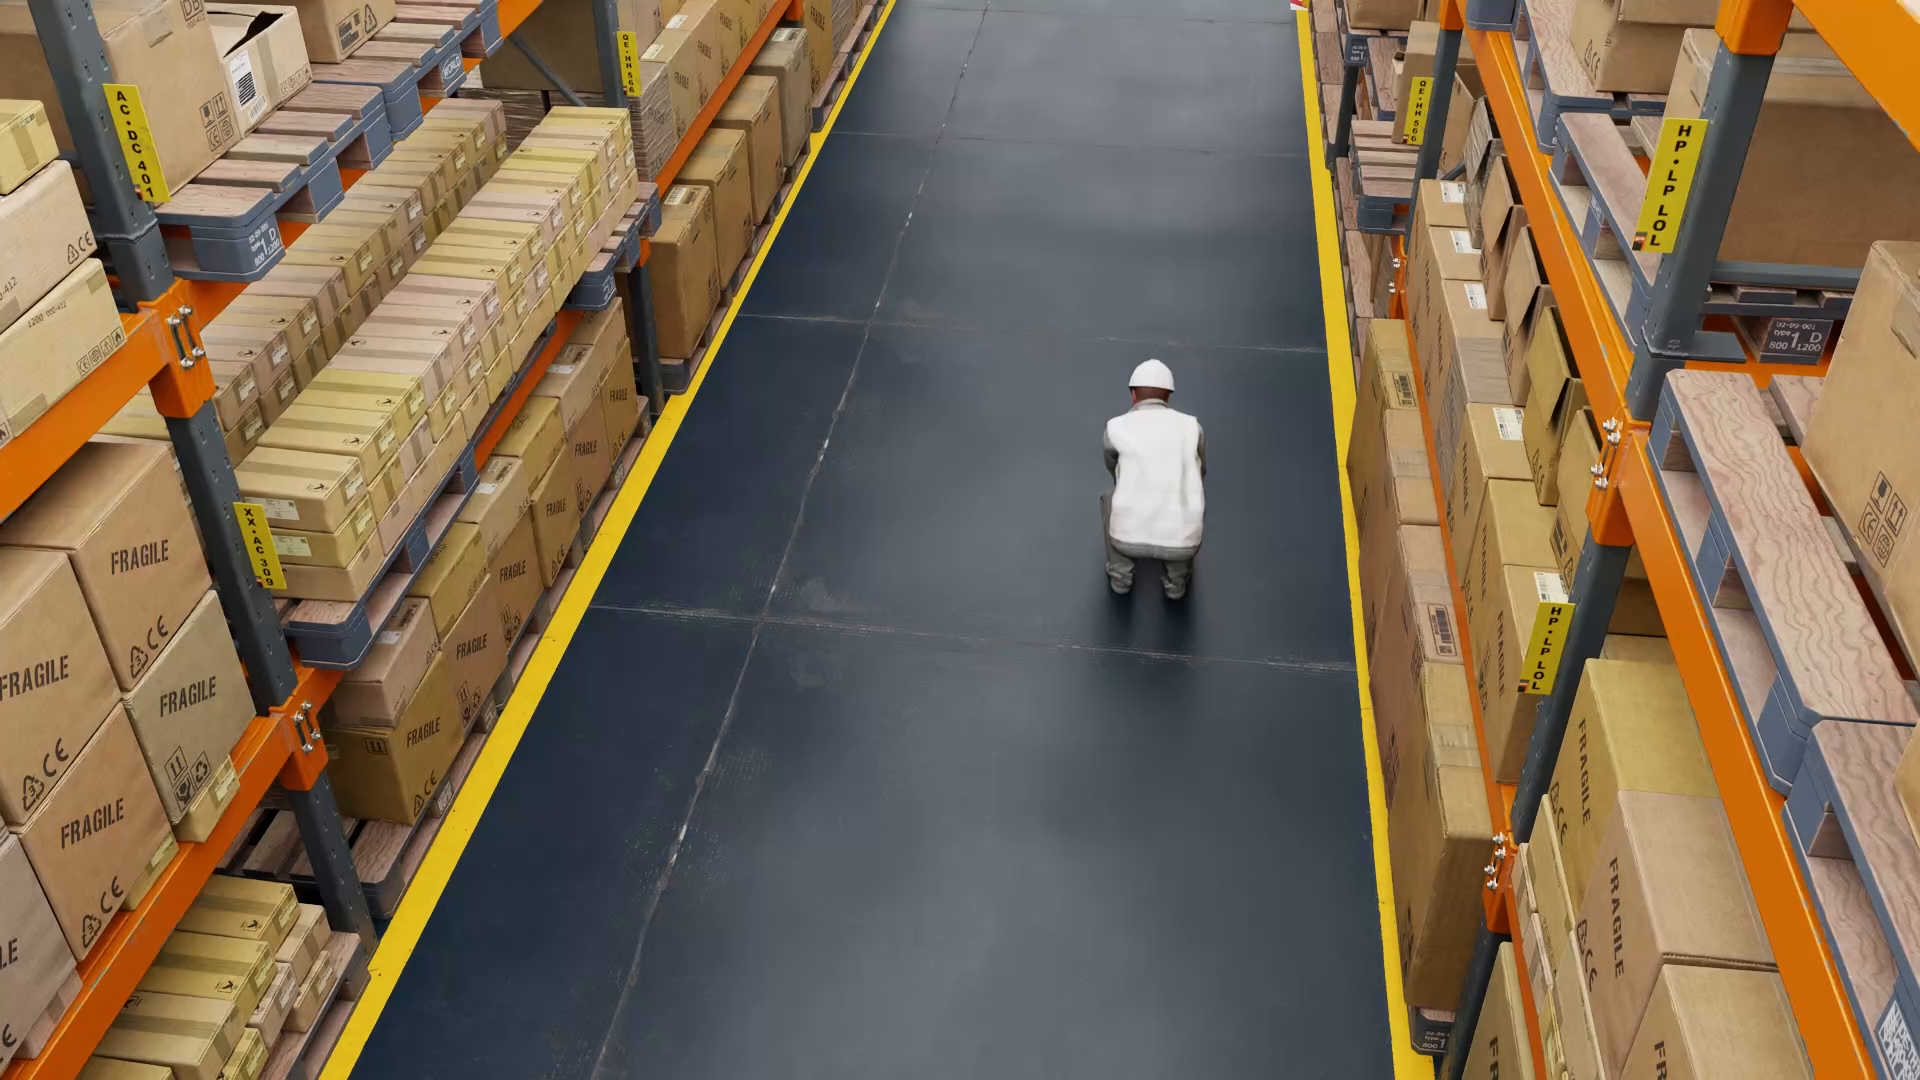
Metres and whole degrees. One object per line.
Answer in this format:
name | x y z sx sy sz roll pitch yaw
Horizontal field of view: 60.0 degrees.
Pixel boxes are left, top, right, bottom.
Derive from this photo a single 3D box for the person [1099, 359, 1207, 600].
person | 0.944 -0.284 8.071 0.529 1.011 0.862 4 36 6
